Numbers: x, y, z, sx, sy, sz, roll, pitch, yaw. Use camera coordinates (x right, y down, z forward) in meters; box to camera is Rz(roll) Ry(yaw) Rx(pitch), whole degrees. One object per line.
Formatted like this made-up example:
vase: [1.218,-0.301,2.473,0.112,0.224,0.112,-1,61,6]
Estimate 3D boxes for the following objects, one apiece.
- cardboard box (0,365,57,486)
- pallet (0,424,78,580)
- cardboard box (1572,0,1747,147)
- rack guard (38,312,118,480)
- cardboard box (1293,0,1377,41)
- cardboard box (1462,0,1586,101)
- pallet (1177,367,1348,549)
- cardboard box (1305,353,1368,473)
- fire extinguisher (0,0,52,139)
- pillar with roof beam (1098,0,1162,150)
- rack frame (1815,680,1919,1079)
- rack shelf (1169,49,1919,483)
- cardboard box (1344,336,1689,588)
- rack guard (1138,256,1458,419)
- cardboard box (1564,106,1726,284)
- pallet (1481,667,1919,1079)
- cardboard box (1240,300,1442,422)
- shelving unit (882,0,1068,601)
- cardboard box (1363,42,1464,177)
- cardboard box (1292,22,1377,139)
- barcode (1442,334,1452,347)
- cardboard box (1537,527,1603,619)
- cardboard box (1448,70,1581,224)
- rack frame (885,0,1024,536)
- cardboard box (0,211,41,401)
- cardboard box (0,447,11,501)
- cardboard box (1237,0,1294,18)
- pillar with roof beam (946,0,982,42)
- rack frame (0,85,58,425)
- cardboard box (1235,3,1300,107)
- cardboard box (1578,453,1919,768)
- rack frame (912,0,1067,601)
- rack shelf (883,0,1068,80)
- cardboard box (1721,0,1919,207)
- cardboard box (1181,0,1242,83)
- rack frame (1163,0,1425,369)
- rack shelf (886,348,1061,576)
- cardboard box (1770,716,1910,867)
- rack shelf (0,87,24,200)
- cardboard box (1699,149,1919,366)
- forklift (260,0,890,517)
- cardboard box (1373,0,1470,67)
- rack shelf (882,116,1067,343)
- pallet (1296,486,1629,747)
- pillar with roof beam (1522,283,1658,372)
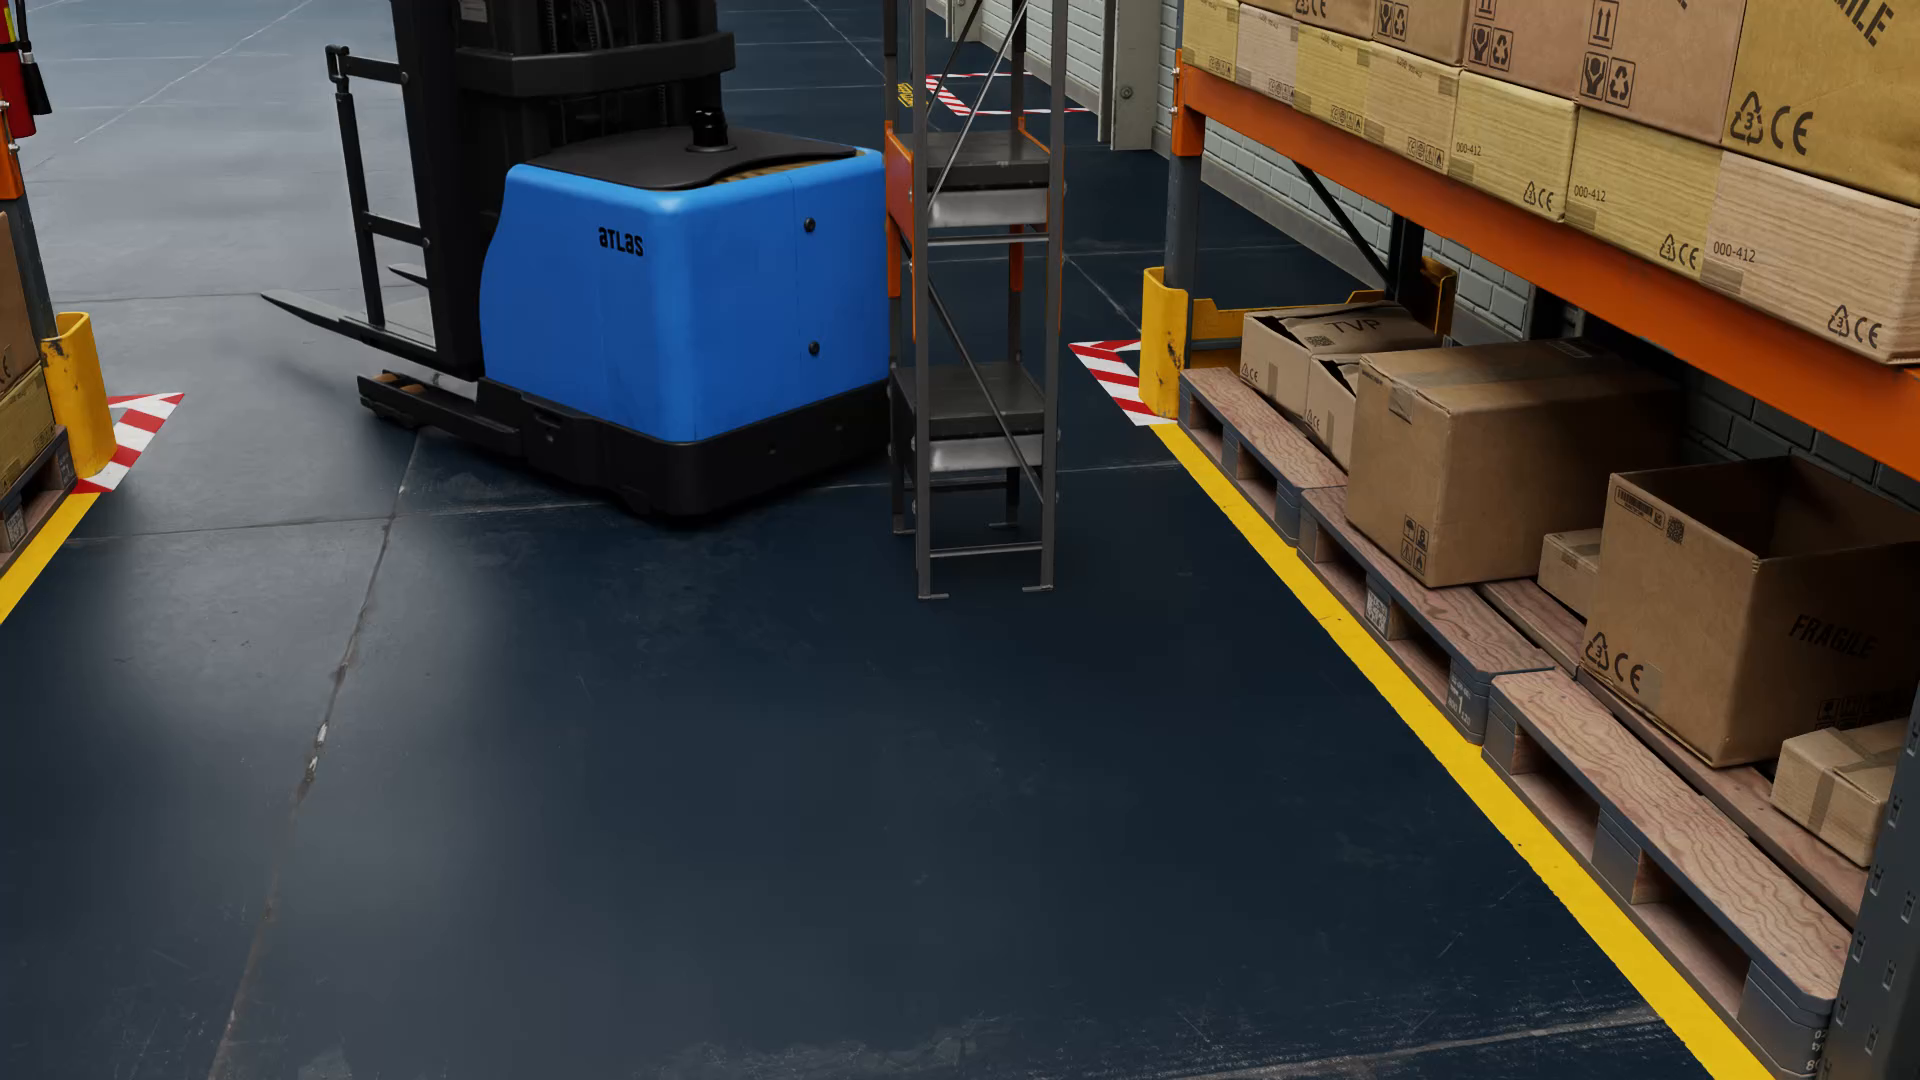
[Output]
cardboard box: [-3.194,-0.344,5.201,0.500,0.250,0.500,-4,24,-10]
pallet: [-3.401,-0.025,5.044,1.003,0.211,1.213,-4,24,-10]
cardboard box: [1.535,-1.039,3.106,0.500,0.500,0.500,-4,24,-10]
rack guard: [-3.588,-0.465,5.690,1.175,0.500,0.348,-4,24,-10]
cardboard box: [1.248,-1.644,4.492,0.500,0.500,0.500,-5,24,-11]
cardboard box: [1.452,-1.238,3.561,0.500,0.500,0.500,-5,24,-11]
pallet: [1.414,-0.339,5.763,1.003,0.211,1.213,-4,24,-10]
cardboard box: [1.429,-0.435,5.309,0.500,0.311,0.500,-2,24,-5]
fire extinguisher: [-3.149,-1.646,5.368,0.296,0.674,0.183,-4,24,-10]
pillar with roof beam: [-3.076,-6.548,9.000,9.100,9.000,0.400,-4,24,-10]
rack frame: [2.021,-0.395,2.408,0.949,2.616,0.053,-4,24,-10]
rack shelf: [1.654,-0.853,4.353,1.077,0.370,4.000,-4,24,-10]
cardboard box: [1.516,-0.230,4.602,0.700,0.500,0.500,-6,24,-13]
rack guard: [1.298,-0.794,6.442,1.175,0.500,0.348,-4,24,-10]
cardboard box: [1.555,-0.697,3.260,0.500,0.250,0.500,-4,24,-10]
pallet: [1.865,0.621,3.565,1.003,0.211,1.213,-4,24,-10]
cardboard box: [1.324,-0.660,5.822,0.500,0.311,0.500,-7,25,-16]
shelving unit: [0.031,-0.897,4.681,0.431,2.100,0.503,-4,24,-10]
cardboard box: [1.352,-1.091,4.163,0.500,0.250,0.500,-4,24,-9]
cardboard box: [1.261,-1.290,4.618,0.500,0.250,0.500,-5,24,-11]
barcode: [1.720,-0.686,5.872,0.001,0.075,0.075,-4,24,-10]
cardboard box: [1.748,0.079,4.335,0.380,0.149,0.250,-6,24,-14]
cardboard box: [1.446,-0.893,3.710,0.500,0.250,0.500,-4,24,-10]
rack frame: [-0.015,-0.993,4.900,0.400,2.100,0.015,-4,24,-10]
cardboard box: [-3.192,-0.688,5.051,0.500,0.500,0.500,-4,24,-10]
cardboard box: [-3.089,-0.148,4.753,0.500,0.250,0.500,-4,24,-10]
cardboard box: [1.159,-1.848,4.959,0.500,0.500,0.500,-4,24,-10]
pillar with roof beam: [-4.186,-8.908,14.404,9.100,9.000,0.400,-4,24,-10]
rack frame: [-3.583,-1.601,5.168,1.000,3.000,0.127,-4,24,-10]
cardboard box: [1.173,-1.491,5.078,0.500,0.250,0.500,-5,24,-11]
cardboard box: [1.793,0.143,3.748,0.500,0.500,0.500,-6,24,-14]
rack frame: [0.076,-0.801,4.461,0.400,2.100,0.015,-4,24,-10]
rack shelf: [0.031,-1.526,4.406,0.431,0.518,0.480,-4,24,-10]
cardboard box: [1.633,-0.843,2.657,0.500,0.500,0.500,-4,24,-10]
cardboard box: [1.063,-1.694,5.543,0.500,0.250,0.500,-5,24,-11]
rack frame: [1.284,-1.969,6.011,1.000,3.000,0.127,-4,24,-10]
rack shelf: [0.031,-0.243,4.966,0.431,0.518,0.480,-4,24,-10]
cardboard box: [1.896,0.493,3.364,0.380,0.166,0.250,-8,25,-17]
rack shelf: [-3.213,-0.485,3.511,1.077,0.370,4.000,-4,24,-10]
cardboard box: [1.639,-0.500,2.809,0.500,0.250,0.500,-4,24,-10]
forklift: [-1.644,-1.895,5.927,3.031,2.935,1.130,20,30,37]
cardboard box: [1.355,-1.442,4.030,0.500,0.500,0.500,-4,24,-8]
rack shelf: [0.031,-0.885,4.686,0.431,0.518,0.480,-4,24,-10]
pallet: [1.636,0.140,4.666,1.003,0.211,1.213,-4,24,-10]
pillar with roof beam: [-1.967,-4.188,3.597,9.100,9.000,0.400,-4,24,-10]
